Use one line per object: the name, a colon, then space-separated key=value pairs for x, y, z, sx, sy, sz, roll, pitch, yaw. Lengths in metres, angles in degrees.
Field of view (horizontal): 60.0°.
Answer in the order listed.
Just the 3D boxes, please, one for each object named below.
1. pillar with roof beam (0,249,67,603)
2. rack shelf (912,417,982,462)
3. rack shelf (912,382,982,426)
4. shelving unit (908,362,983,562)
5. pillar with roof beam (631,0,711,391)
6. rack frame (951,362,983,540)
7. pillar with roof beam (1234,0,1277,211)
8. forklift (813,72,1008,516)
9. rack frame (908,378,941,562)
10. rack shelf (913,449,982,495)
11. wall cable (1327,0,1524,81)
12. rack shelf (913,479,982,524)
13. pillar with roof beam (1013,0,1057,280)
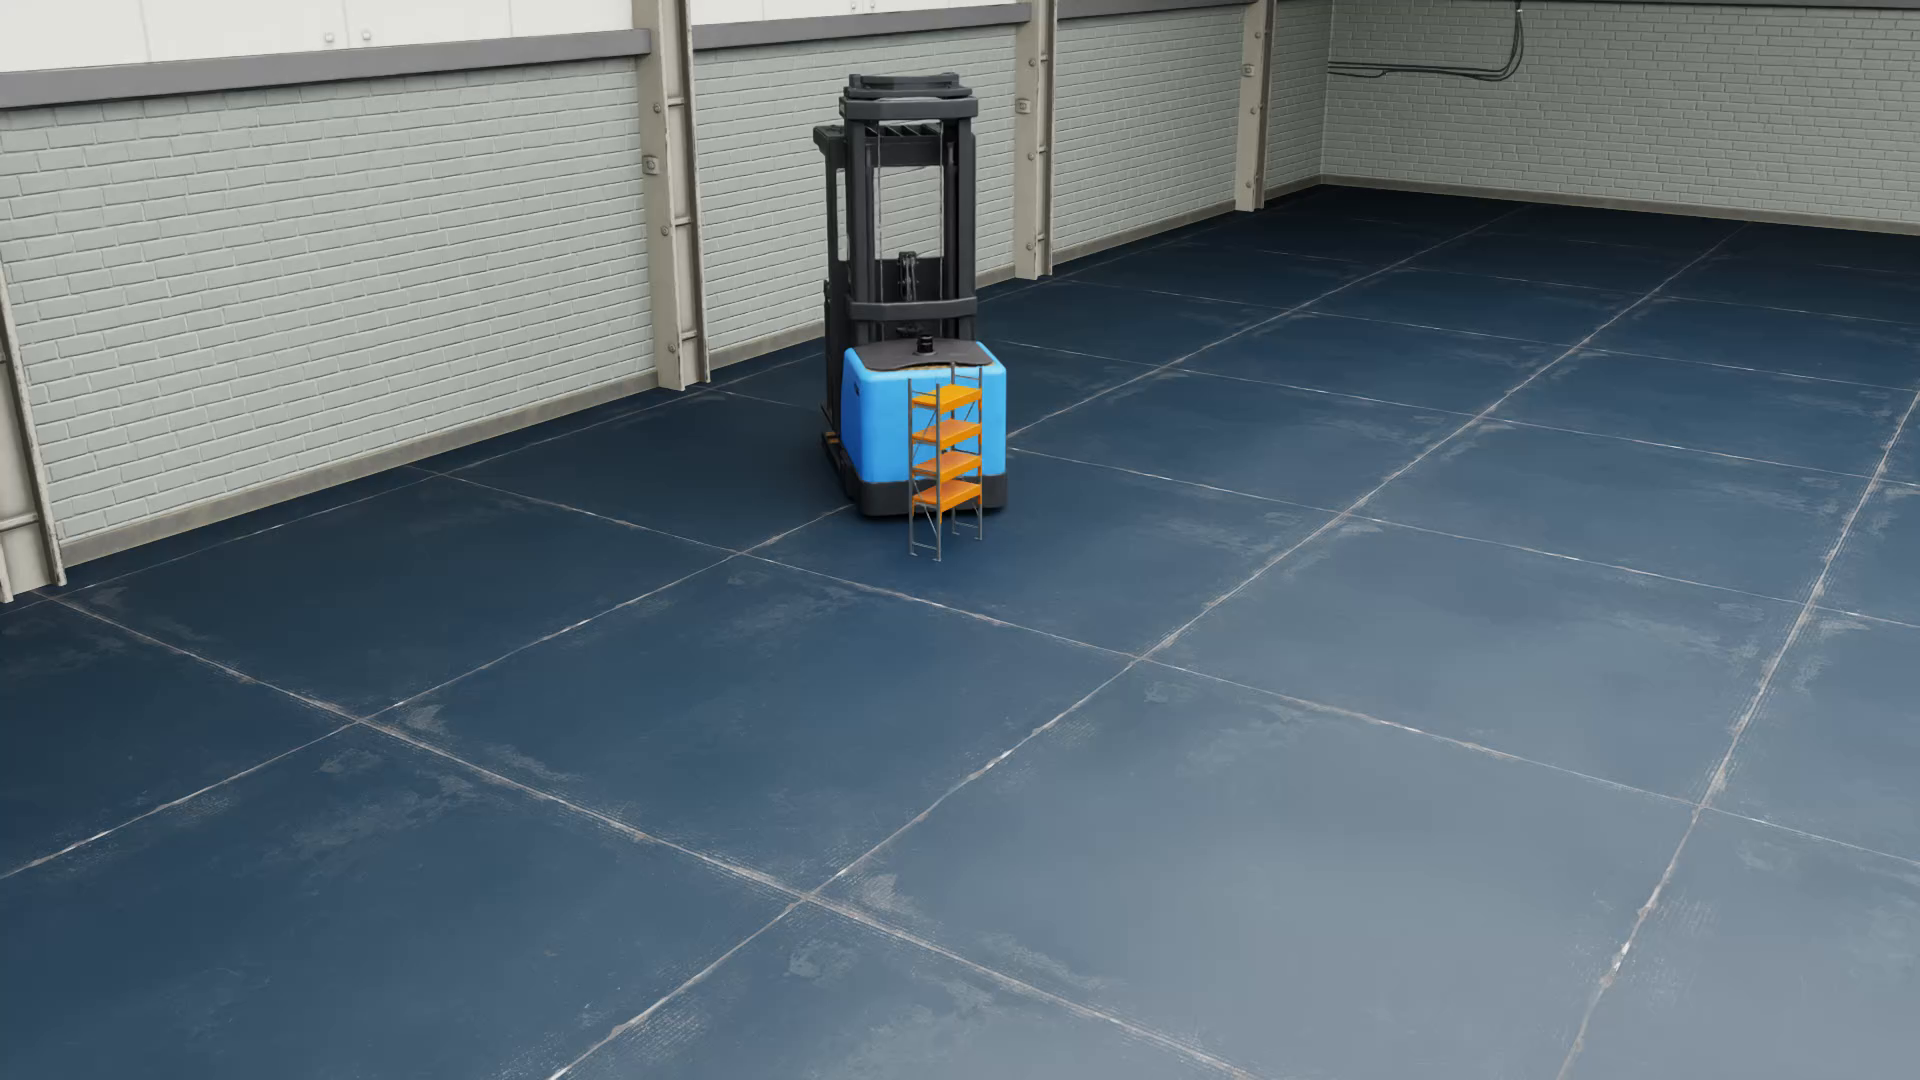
pillar with roof beam: x=-2.323 y=-3.079 z=6.618 sx=9.100 sy=9.000 sz=0.400 roll=13 pitch=24 yaw=32
rack shelf: x=-0.093 y=-0.662 z=10.874 sx=0.258 sy=0.148 sz=0.480 roll=13 pitch=24 yaw=32
rack shelf: x=-0.093 y=-0.884 z=10.792 sx=0.258 sy=0.148 sz=0.480 roll=13 pitch=24 yaw=32
shelving unit: x=-0.093 y=-0.515 z=10.928 sx=0.258 sy=1.200 sz=0.503 roll=13 pitch=24 yaw=32
pillar with roof beam: x=1.050 y=-4.801 z=11.272 sx=9.100 sy=9.000 sz=0.400 roll=13 pitch=24 yaw=32
rack frame: x=0.044 y=-0.585 z=11.118 sx=0.240 sy=1.200 sz=0.015 roll=13 pitch=24 yaw=32
pillar with roof beam: x=7.795 y=-8.244 z=20.580 sx=9.100 sy=9.000 sz=0.400 roll=13 pitch=24 yaw=32
forklift: x=-0.479 y=-2.018 z=12.495 sx=1.130 sy=2.935 sz=3.031 roll=-4 pitch=21 yaw=-11
rack frame: x=-0.230 y=-0.445 z=10.739 sx=0.240 sy=1.200 sz=0.015 roll=13 pitch=24 yaw=32
rack shelf: x=-0.093 y=-0.452 z=10.952 sx=0.258 sy=0.148 sz=0.480 roll=13 pitch=24 yaw=32
wall cable: x=6.985 y=-8.214 z=24.976 sx=3.097 sy=2.526 sz=0.112 roll=13 pitch=24 yaw=32
rack shelf: x=-0.093 y=-0.266 z=11.021 sx=0.258 sy=0.148 sz=0.480 roll=13 pitch=24 yaw=32
pillar with roof beam: x=4.422 y=-6.522 z=15.926 sx=9.100 sy=9.000 sz=0.400 roll=13 pitch=24 yaw=32
